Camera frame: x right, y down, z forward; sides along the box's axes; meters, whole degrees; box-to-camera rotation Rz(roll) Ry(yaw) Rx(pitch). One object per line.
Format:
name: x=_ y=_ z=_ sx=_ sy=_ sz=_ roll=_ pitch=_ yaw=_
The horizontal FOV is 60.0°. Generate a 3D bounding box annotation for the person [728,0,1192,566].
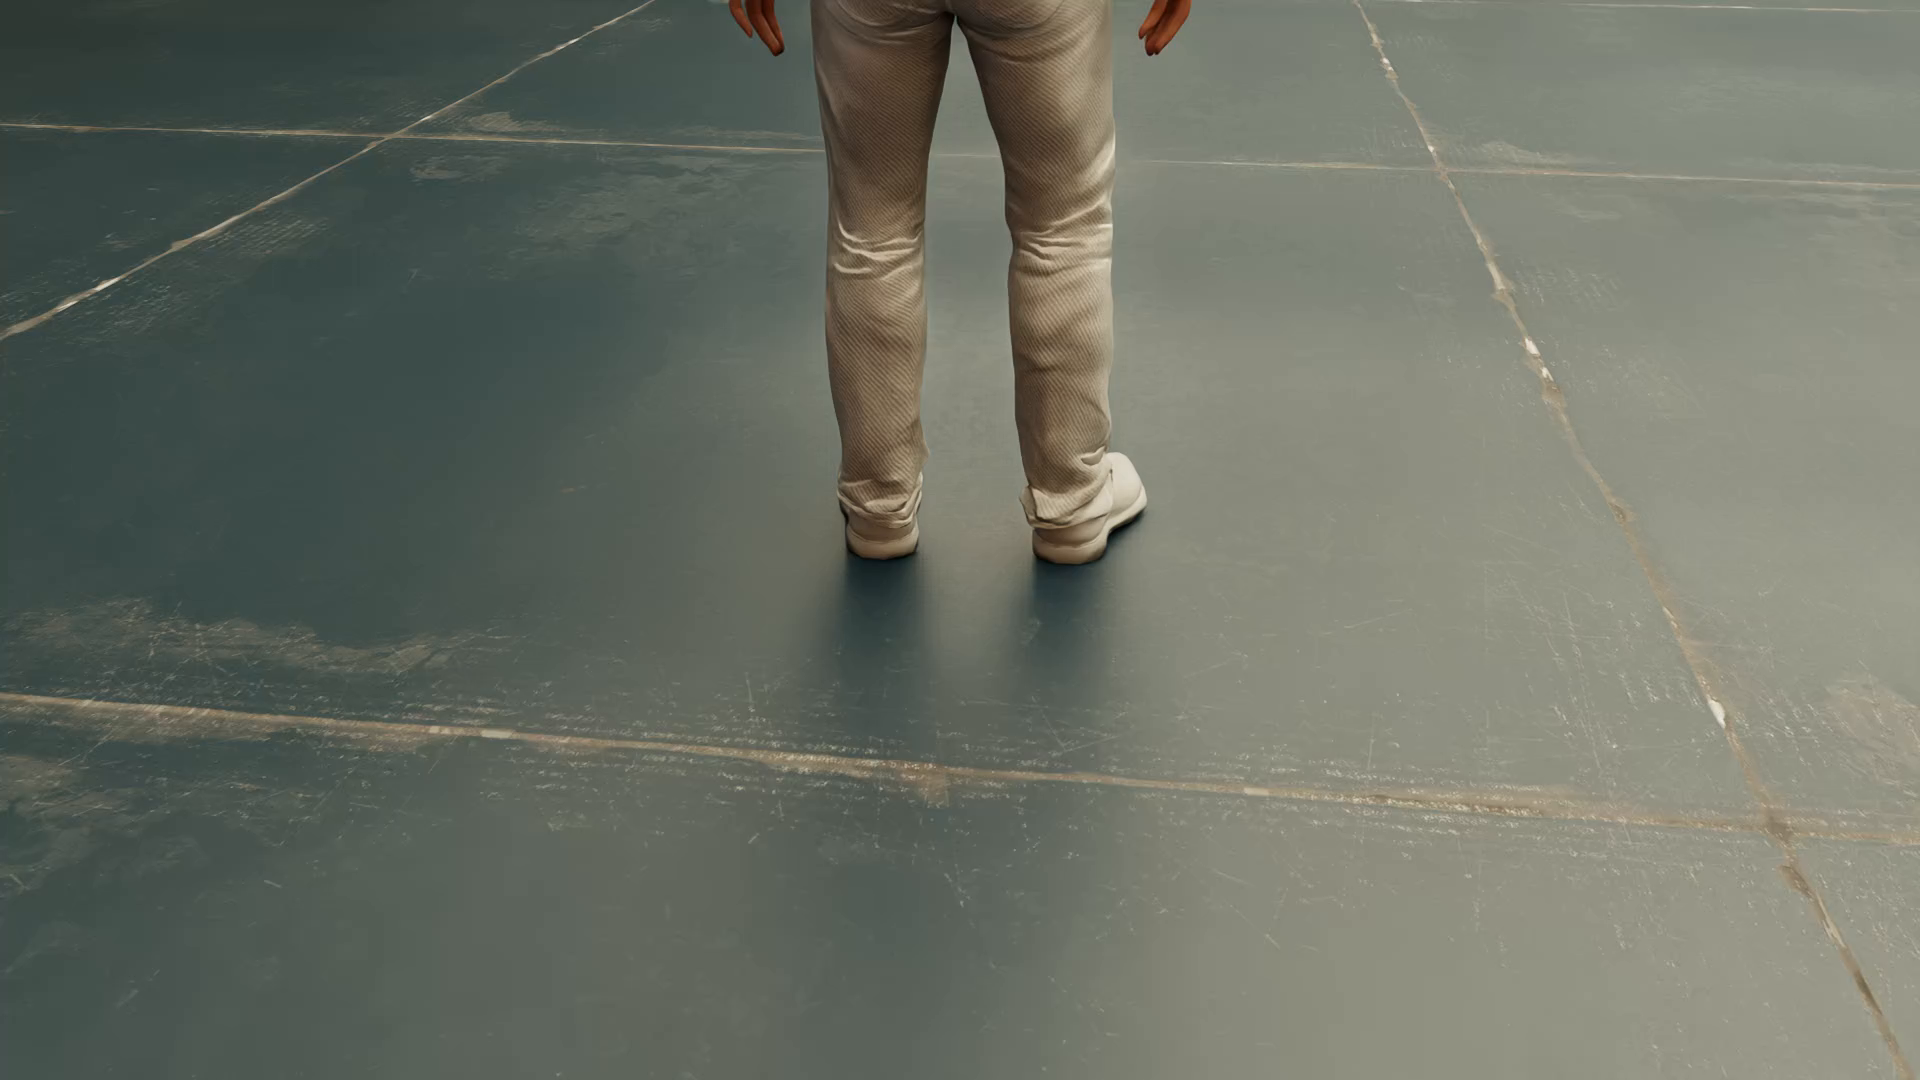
person: x=-0.003 y=-0.804 z=2.144 sx=0.626 sy=1.760 sz=0.460 roll=3 pitch=27 yaw=5
